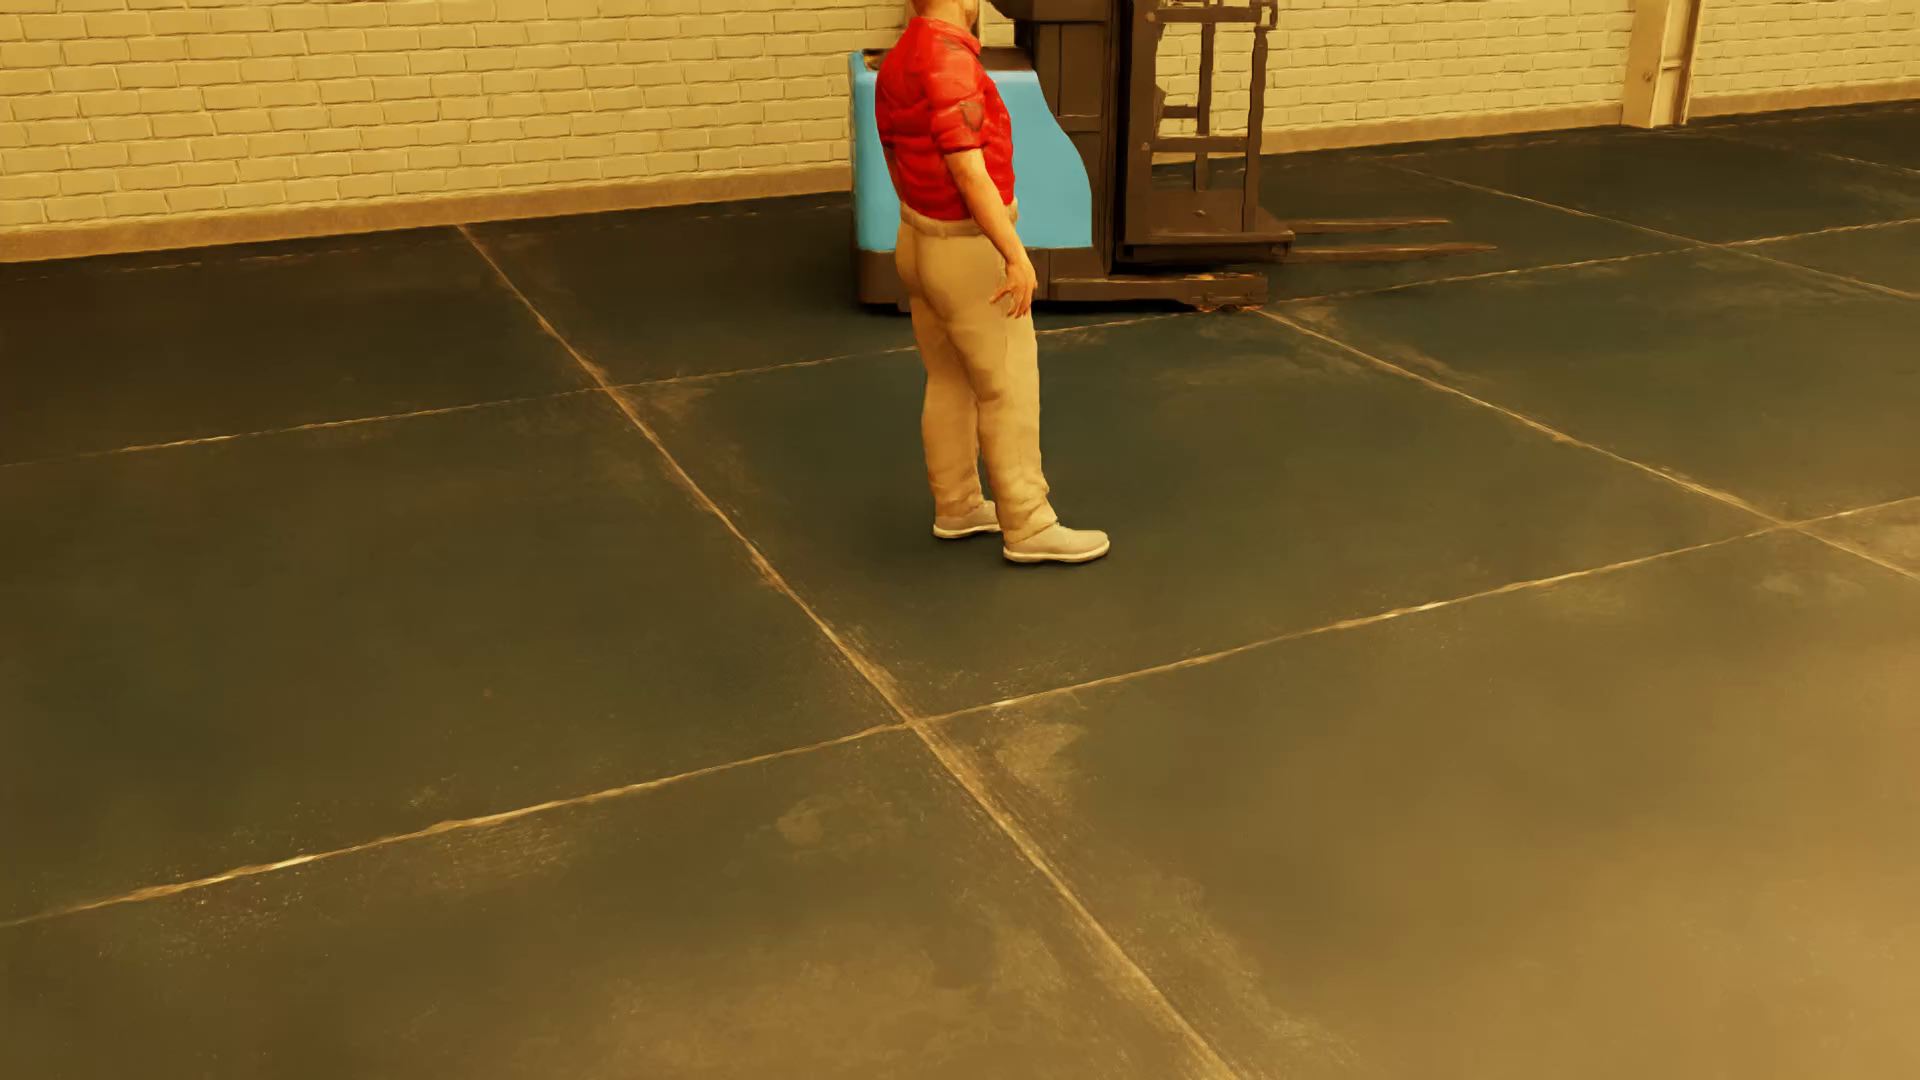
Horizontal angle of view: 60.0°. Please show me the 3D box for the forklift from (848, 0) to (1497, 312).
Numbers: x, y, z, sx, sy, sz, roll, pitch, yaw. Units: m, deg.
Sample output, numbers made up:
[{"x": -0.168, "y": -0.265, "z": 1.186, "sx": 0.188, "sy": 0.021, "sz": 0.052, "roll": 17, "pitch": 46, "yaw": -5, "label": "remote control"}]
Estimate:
[{"x": 0.997, "y": -2.600, "z": 7.544, "sx": 3.031, "sy": 2.935, "sz": 1.130, "roll": -2, "pitch": 23, "yaw": -5, "label": "forklift"}]

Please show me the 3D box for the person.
[{"x": 0.086, "y": -0.815, "z": 4.797, "sx": 0.550, "sy": 1.726, "sz": 0.640, "roll": -10, "pitch": 25, "yaw": -23, "label": "person"}]
